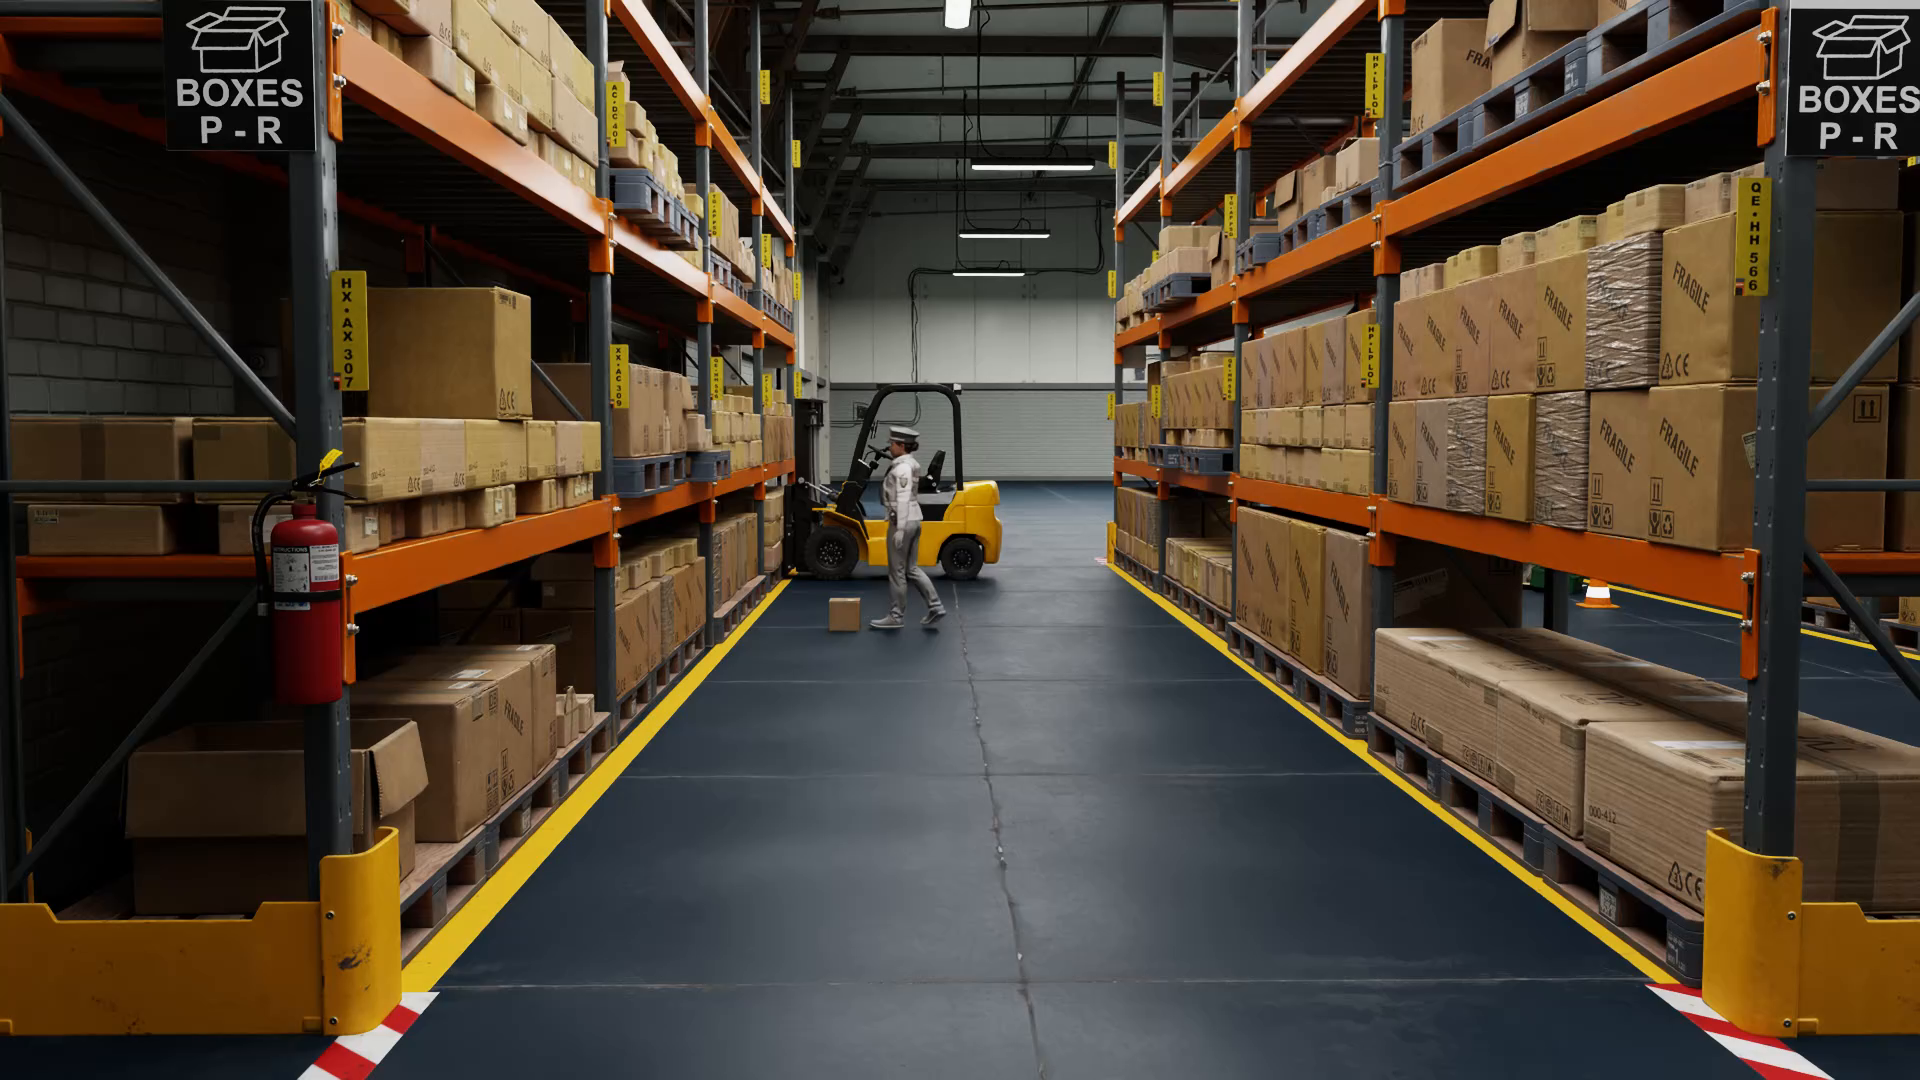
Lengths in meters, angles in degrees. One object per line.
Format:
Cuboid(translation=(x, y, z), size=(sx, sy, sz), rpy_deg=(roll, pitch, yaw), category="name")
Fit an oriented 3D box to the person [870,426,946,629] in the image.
Cuboid(translation=(-0.435, -0.104, 13.755), size=(0.628, 1.668, 0.500), rpy_deg=(1, 4, 13), category="person")
